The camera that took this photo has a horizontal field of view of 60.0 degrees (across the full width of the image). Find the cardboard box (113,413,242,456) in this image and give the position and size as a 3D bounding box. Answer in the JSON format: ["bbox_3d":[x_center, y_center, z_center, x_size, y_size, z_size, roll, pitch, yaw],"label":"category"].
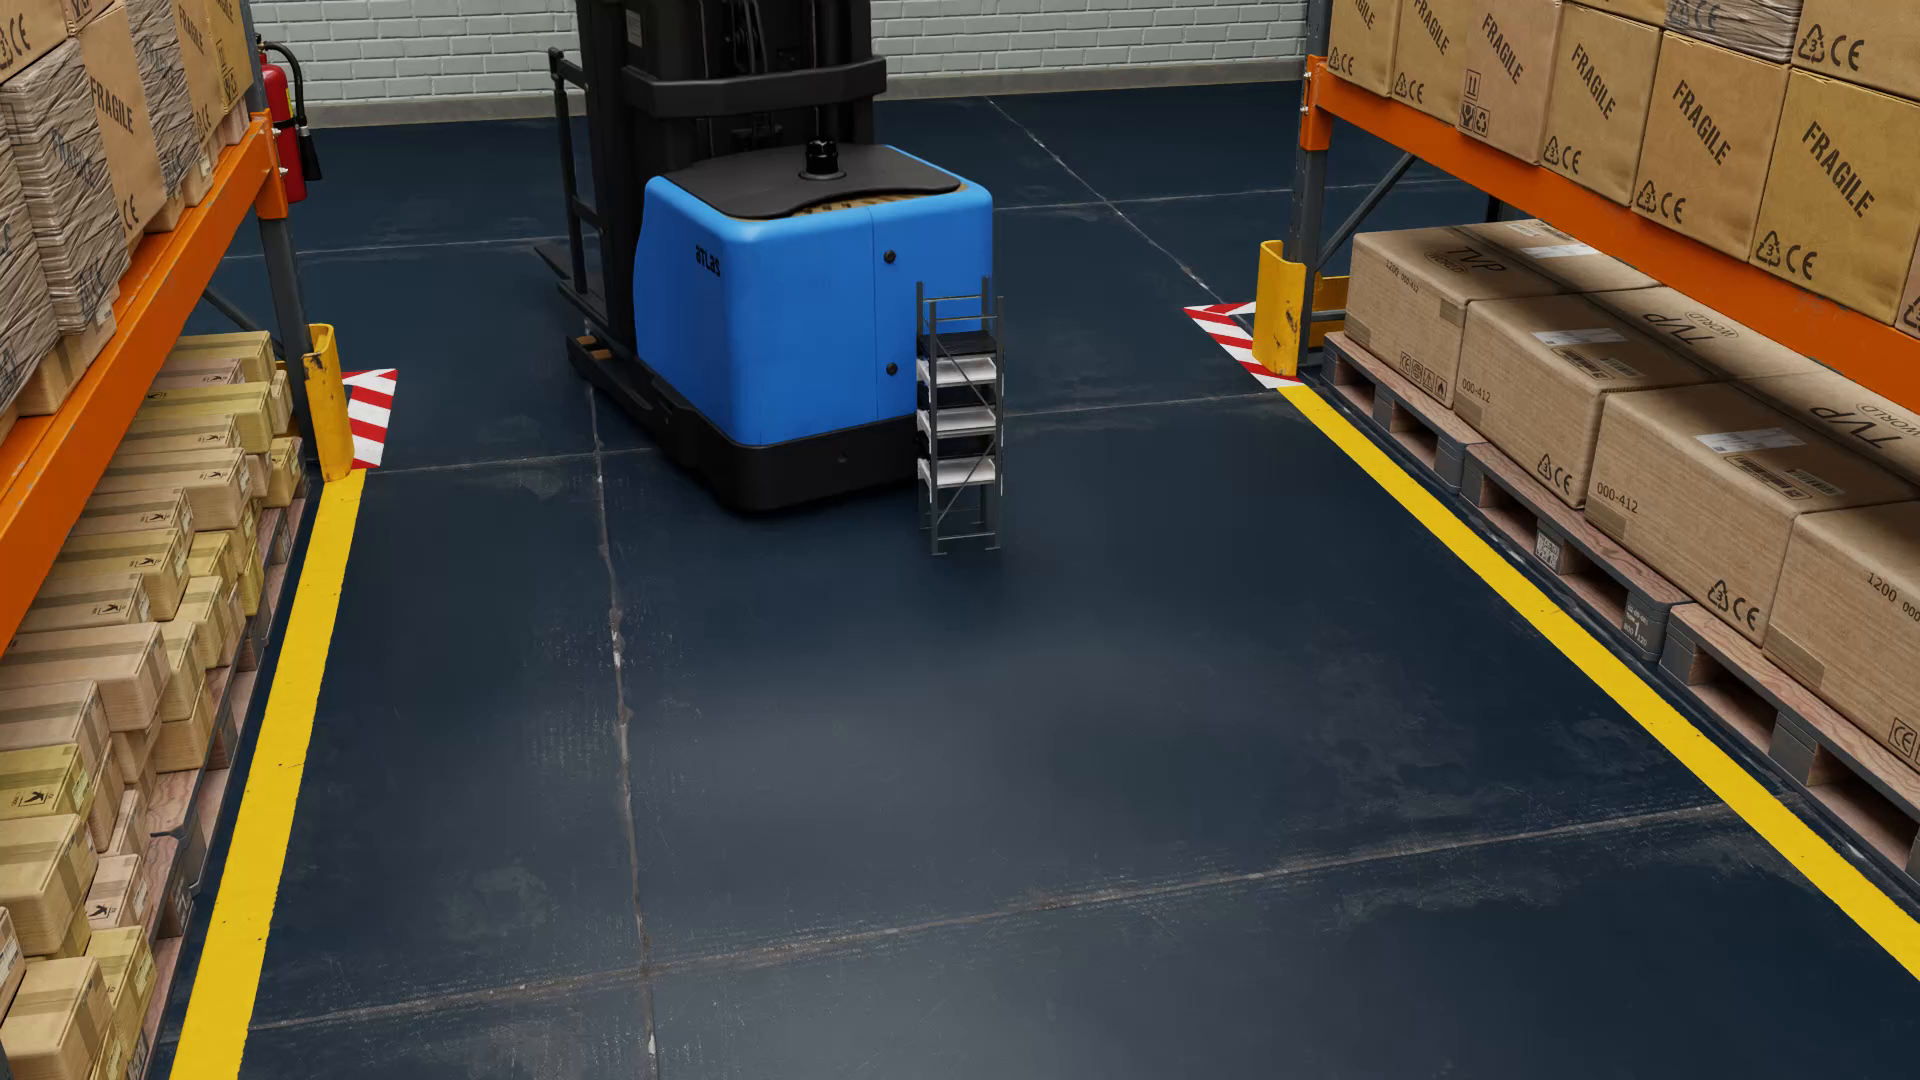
[{"bbox_3d":[-2.359,-0.247,4.949,0.380,0.149,0.250,-7,28,-14],"label":"cardboard box"}]

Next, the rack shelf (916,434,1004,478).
[{"bbox_3d":[-0.002,-0.295,5.610,0.258,0.077,0.200,-6,27,-12],"label":"rack shelf"}]

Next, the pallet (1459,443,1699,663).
[{"bbox_3d":[2.424,-0.035,5.585,1.003,0.211,1.213,-6,27,-12],"label":"pallet"}]

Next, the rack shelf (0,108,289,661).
[{"bbox_3d":[-2.453,-0.411,4.035,1.077,0.370,4.000,-6,27,-12],"label":"rack shelf"}]

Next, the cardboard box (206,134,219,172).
[{"bbox_3d":[-2.465,-1.162,5.003,0.380,0.149,0.250,-6,27,-12],"label":"cardboard box"}]

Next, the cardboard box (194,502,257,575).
[{"bbox_3d":[-2.259,-0.001,4.792,0.380,0.149,0.250,-6,27,-11],"label":"cardboard box"}]

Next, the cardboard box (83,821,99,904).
[{"bbox_3d":[-2.007,0.701,3.400,0.380,0.149,0.250,-6,27,-12],"label":"cardboard box"}]

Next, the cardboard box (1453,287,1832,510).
[{"bbox_3d":[2.356,-0.521,5.830,0.875,0.438,0.875,-5,27,-10],"label":"cardboard box"}]

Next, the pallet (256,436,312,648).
[{"bbox_3d":[-2.738,0.028,5.461,1.003,0.211,1.213,-6,27,-12],"label":"pallet"}]

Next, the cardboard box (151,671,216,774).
[{"bbox_3d":[-2.104,0.473,4.182,0.380,0.149,0.250,-7,28,-13],"label":"cardboard box"}]

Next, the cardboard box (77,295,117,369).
[{"bbox_3d":[-2.092,-0.473,3.637,0.380,0.149,0.250,-5,27,-9],"label":"cardboard box"}]

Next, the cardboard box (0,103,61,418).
[{"bbox_3d":[-1.987,-0.492,2.954,0.500,0.500,0.500,-6,27,-12],"label":"cardboard box"}]

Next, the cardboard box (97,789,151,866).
[{"bbox_3d":[-2.044,0.711,3.710,0.380,0.149,0.250,-7,28,-13],"label":"cardboard box"}]

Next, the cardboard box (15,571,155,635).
[{"bbox_3d":[-2.188,0.216,4.030,0.380,0.149,0.250,-7,28,-14],"label":"cardboard box"}]

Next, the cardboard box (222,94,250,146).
[{"bbox_3d":[-2.555,-1.384,5.442,0.380,0.149,0.250,-6,27,-12],"label":"cardboard box"}]

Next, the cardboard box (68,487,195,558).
[{"bbox_3d":[-2.292,-0.008,4.475,0.380,0.149,0.250,-7,28,-13],"label":"cardboard box"}]

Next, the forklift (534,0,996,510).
[{"bbox_3d":[-1.036,-2.038,6.536,1.130,2.935,3.031,-14,30,-26],"label":"forklift"}]

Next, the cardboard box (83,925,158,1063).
[{"bbox_3d":[-1.832,0.921,3.294,0.380,0.149,0.250,-5,27,-10],"label":"cardboard box"}]

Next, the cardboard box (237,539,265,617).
[{"bbox_3d":[-2.263,0.125,4.872,0.380,0.149,0.250,-7,28,-14],"label":"cardboard box"}]

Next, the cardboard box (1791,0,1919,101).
[{"bbox_3d":[2.315,-1.295,3.767,0.500,0.500,0.500,-6,27,-12],"label":"cardboard box"}]

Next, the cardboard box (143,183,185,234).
[{"bbox_3d":[-2.354,-0.934,4.551,0.380,0.149,0.250,-7,28,-14],"label":"cardboard box"}]

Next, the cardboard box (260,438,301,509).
[{"bbox_3d":[-2.426,-0.213,5.541,0.380,0.149,0.250,-5,27,-10],"label":"cardboard box"}]

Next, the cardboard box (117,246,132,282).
[{"bbox_3d":[-2.275,-0.695,4.076,0.380,0.149,0.250,-5,27,-11],"label":"cardboard box"}]

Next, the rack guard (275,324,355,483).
[{"bbox_3d":[-2.887,-0.461,6.109,1.175,0.500,0.348,-6,27,-12],"label":"rack guard"}]

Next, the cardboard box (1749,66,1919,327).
[{"bbox_3d":[2.322,-0.849,3.993,0.500,0.500,0.500,-7,28,-13],"label":"cardboard box"}]

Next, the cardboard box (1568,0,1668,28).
[{"bbox_3d":[2.087,-1.739,4.645,0.500,0.500,0.500,-6,27,-11],"label":"cardboard box"}]

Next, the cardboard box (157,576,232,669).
[{"bbox_3d":[-2.130,0.231,4.331,0.380,0.149,0.250,-6,27,-11],"label":"cardboard box"}]

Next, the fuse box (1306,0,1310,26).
[{"bbox_3d":[2.682,-4.205,12.182,0.539,1.711,0.414,-6,27,-12],"label":"fuse box"}]

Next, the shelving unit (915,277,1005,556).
[{"bbox_3d":[-0.002,-0.405,5.554,0.258,0.900,0.210,-6,27,-12],"label":"shelving unit"}]

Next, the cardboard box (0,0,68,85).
[{"bbox_3d":[-2.082,-1.152,3.152,0.500,0.500,0.500,-5,27,-11],"label":"cardboard box"}]

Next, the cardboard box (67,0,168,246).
[{"bbox_3d":[-2.215,-0.949,3.860,0.500,0.500,0.500,-5,27,-9],"label":"cardboard box"}]

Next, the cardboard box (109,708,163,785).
[{"bbox_3d":[-2.104,0.459,3.879,0.380,0.149,0.250,-5,27,-9],"label":"cardboard box"}]

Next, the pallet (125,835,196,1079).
[{"bbox_3d":[-2.189,1.099,3.338,1.003,0.211,1.213,-6,27,-12],"label":"pallet"}]

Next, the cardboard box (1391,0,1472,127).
[{"bbox_3d":[1.865,-1.743,5.764,0.500,0.500,0.500,-6,27,-12],"label":"cardboard box"}]

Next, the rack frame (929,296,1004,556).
[{"bbox_3d":[0.021,-0.361,5.466,0.240,0.900,0.006,-6,27,-12],"label":"rack frame"}]

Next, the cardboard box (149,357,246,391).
[{"bbox_3d":[-2.537,-0.468,5.386,0.380,0.149,0.250,-5,27,-11],"label":"cardboard box"}]

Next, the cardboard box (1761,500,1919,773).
[{"bbox_3d":[2.760,0.268,4.267,0.875,0.438,0.875,-6,27,-12],"label":"cardboard box"}]

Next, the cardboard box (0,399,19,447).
[{"bbox_3d":[-2.045,-0.237,3.170,0.380,0.149,0.250,-7,28,-14],"label":"cardboard box"}]

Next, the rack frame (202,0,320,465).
[{"bbox_3d":[-2.904,-1.611,5.612,1.000,3.000,0.127,-6,27,-12],"label":"rack frame"}]

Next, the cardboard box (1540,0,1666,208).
[{"bbox_3d":[2.092,-1.300,4.885,0.500,0.500,0.500,-5,27,-10],"label":"cardboard box"}]

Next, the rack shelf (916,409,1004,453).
[{"bbox_3d":[-0.002,-0.376,5.569,0.258,0.077,0.200,-6,27,-12],"label":"rack shelf"}]

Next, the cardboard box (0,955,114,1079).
[{"bbox_3d":[-1.773,0.906,2.993,0.380,0.149,0.250,-5,27,-9],"label":"cardboard box"}]

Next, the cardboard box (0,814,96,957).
[{"bbox_3d":[-1.883,0.666,3.139,0.380,0.149,0.250,-5,27,-9],"label":"cardboard box"}]

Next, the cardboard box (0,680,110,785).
[{"bbox_3d":[-2.069,0.448,3.572,0.380,0.149,0.250,-7,28,-13],"label":"cardboard box"}]

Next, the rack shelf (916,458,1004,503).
[{"bbox_3d":[-0.002,-0.215,5.650,0.258,0.077,0.200,-6,27,-12],"label":"rack shelf"}]

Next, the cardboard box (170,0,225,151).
[{"bbox_3d":[-2.441,-1.390,4.734,0.500,0.500,0.500,-6,27,-12],"label":"cardboard box"}]

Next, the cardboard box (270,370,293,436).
[{"bbox_3d":[-2.507,-0.455,5.691,0.380,0.149,0.250,-7,28,-13],"label":"cardboard box"}]
